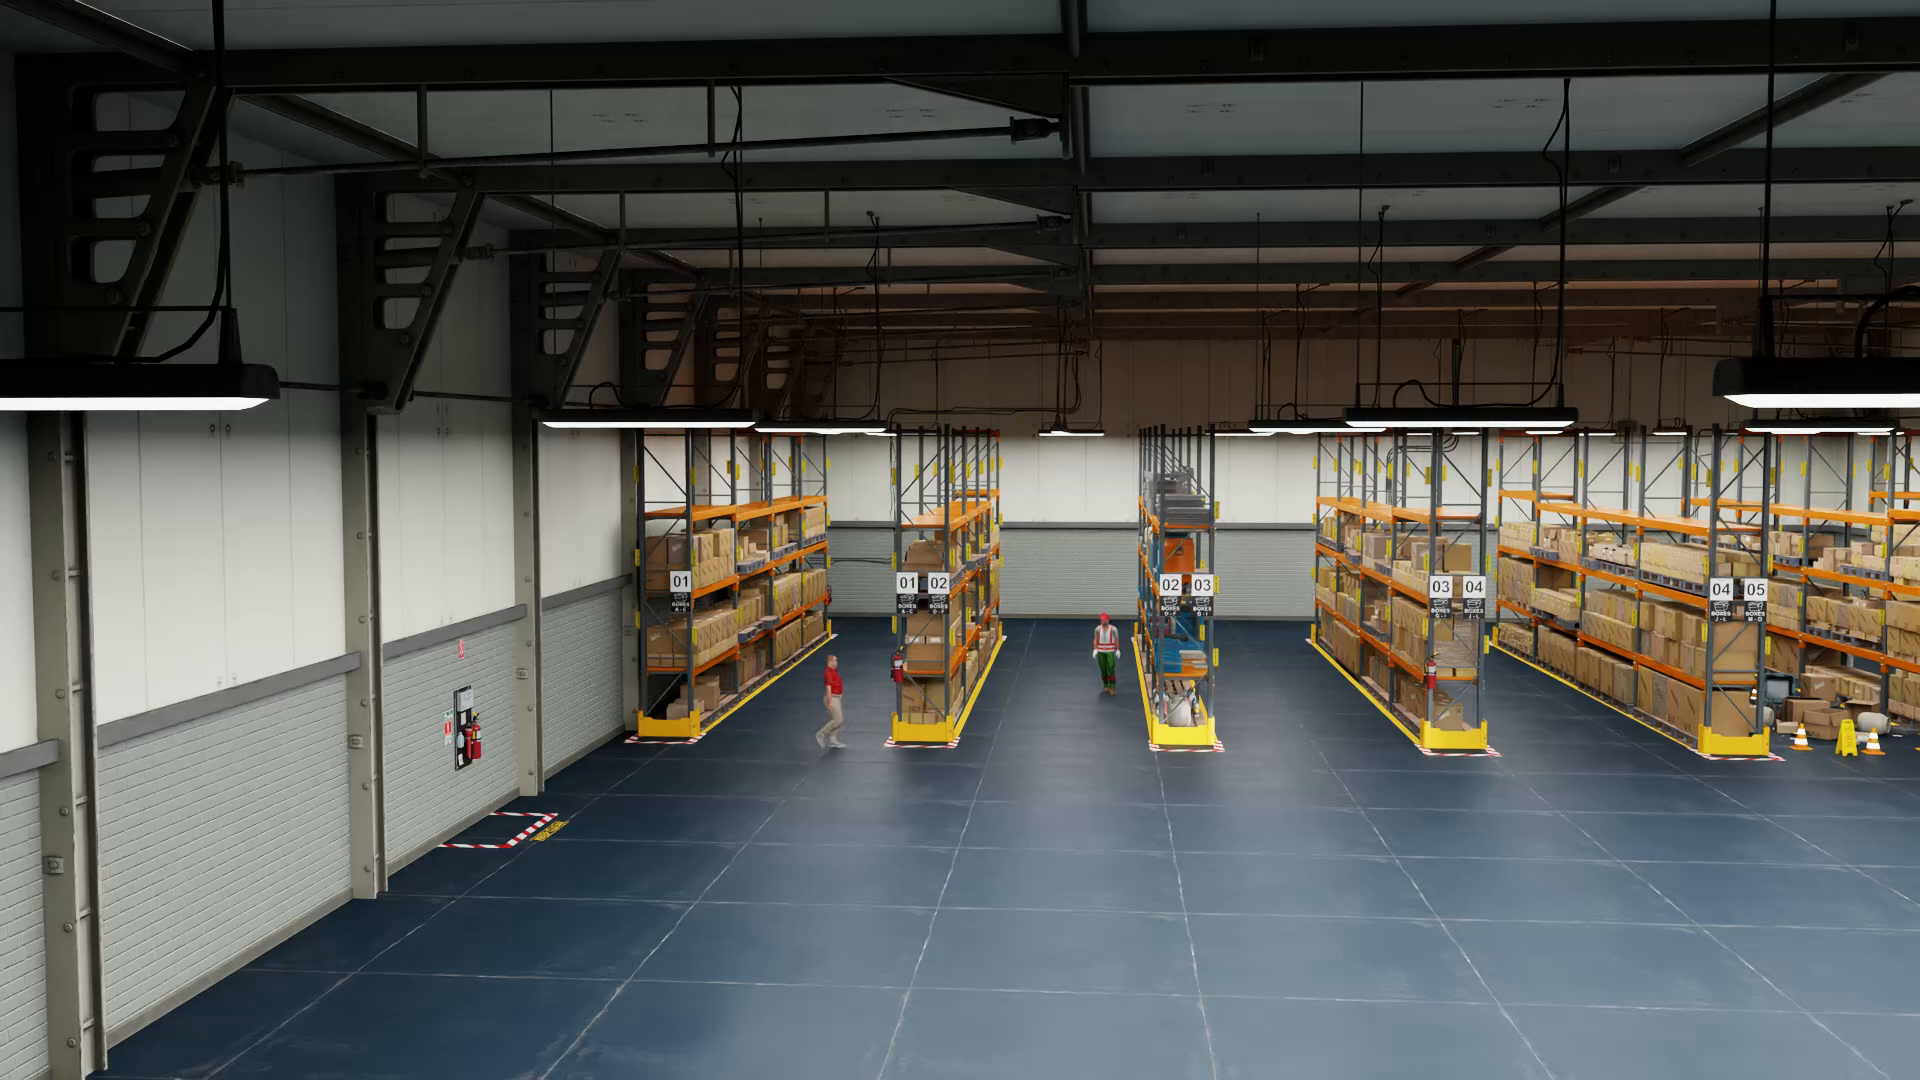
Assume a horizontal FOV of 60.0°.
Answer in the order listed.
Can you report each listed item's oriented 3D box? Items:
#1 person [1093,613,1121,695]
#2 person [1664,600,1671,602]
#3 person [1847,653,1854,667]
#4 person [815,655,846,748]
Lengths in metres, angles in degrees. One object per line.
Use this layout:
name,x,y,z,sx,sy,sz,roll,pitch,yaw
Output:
person,3.272,2.552,37.436,0.601,1.790,0.655,1,4,21
person,17.817,2.362,41.714,0.473,1.712,0.530,-1,4,-14
person,21.663,2.362,40.666,0.595,1.797,0.396,-1,4,-17
person,-2.393,2.960,30.666,0.556,1.688,0.556,0,3,0
